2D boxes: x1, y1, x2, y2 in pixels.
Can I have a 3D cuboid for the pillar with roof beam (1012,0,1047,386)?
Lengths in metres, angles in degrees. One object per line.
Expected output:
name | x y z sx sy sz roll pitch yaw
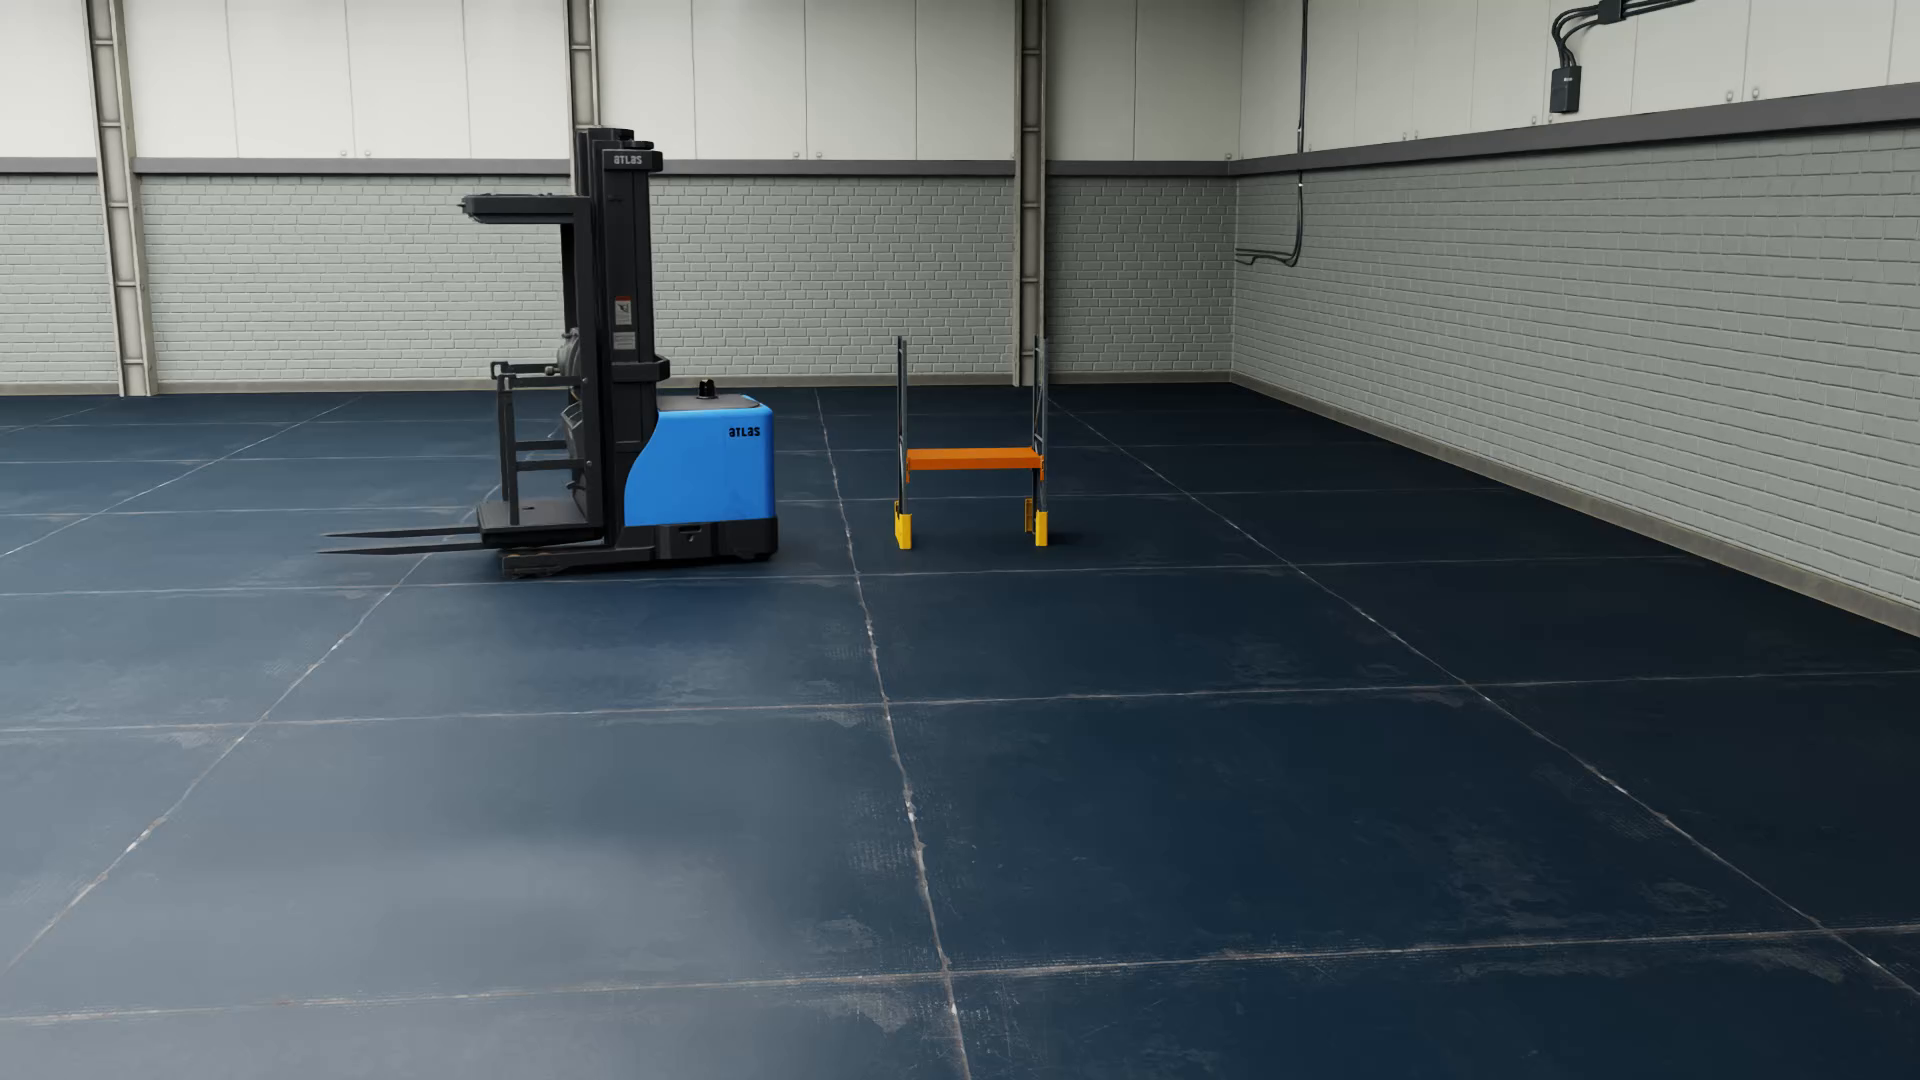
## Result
pillar with roof beam | 1.423 -5.779 18.438 0.400 9.000 9.100 -1 11 -6

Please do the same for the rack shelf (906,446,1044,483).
rack shelf | 0.085 -0.561 12.267 1.000 0.185 0.538 -1 11 -6

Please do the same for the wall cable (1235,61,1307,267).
wall cable | 4.029 -4.889 21.959 0.112 2.526 3.097 -1 11 -6

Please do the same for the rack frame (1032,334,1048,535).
rack frame | 0.590 -0.748 12.286 0.032 1.500 0.500 -1 11 -6

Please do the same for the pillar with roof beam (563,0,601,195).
pillar with roof beam | -4.542 -5.655 17.802 0.400 9.000 9.100 -1 11 -6

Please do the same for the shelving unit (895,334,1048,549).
shelving unit | 0.076 -0.738 12.231 1.083 1.500 0.587 -1 11 -6

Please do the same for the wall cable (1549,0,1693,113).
wall cable | 5.039 -6.261 12.070 0.169 6.003 2.305 -1 11 -6

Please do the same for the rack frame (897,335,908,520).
rack frame | -0.421 -0.727 12.179 0.032 1.500 0.500 -1 11 -6

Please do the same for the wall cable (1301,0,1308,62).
wall cable | 4.322 -6.849 18.833 0.112 2.526 3.097 -1 11 -6

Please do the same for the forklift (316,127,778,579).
forklift | -2.849 -1.292 11.344 3.031 2.935 1.130 -4 12 -18

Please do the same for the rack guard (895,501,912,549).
rack guard | -0.419 -0.114 12.299 0.087 0.250 0.587 -1 11 -6

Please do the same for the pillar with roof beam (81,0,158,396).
pillar with roof beam | -10.507 -5.530 17.167 0.400 9.000 9.100 -1 11 -6

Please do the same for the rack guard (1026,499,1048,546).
rack guard | 0.571 -0.135 12.405 0.087 0.250 0.587 -1 11 -6
